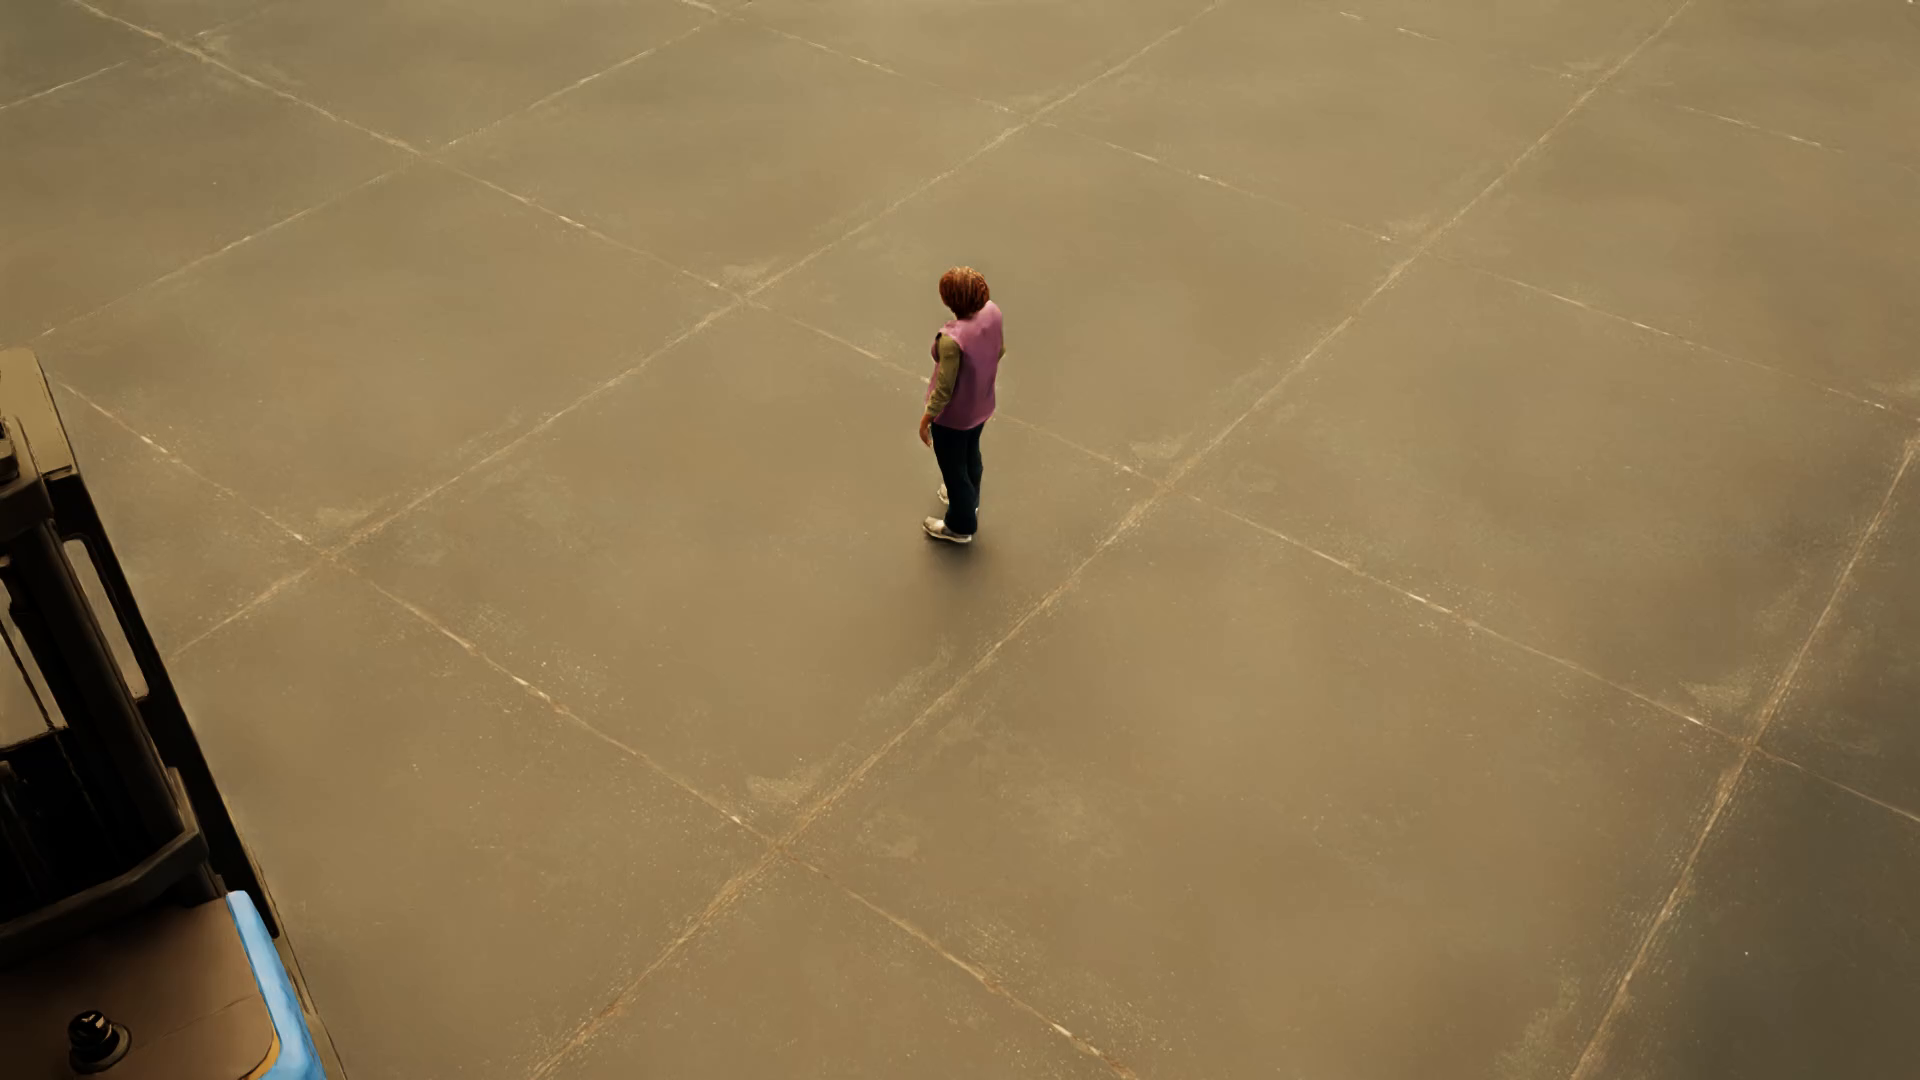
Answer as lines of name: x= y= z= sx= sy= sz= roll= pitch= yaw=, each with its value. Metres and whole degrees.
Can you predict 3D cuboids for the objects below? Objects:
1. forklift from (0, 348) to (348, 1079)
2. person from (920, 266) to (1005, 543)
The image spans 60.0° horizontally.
forklift: x=-3.125 y=0.607 z=5.363 sx=1.130 sy=2.935 sz=3.031 roll=-23 pitch=45 yaw=-24
person: x=-0.050 y=-0.649 z=7.853 sx=0.474 sy=1.597 sz=0.520 roll=26 pitch=47 yaw=28
